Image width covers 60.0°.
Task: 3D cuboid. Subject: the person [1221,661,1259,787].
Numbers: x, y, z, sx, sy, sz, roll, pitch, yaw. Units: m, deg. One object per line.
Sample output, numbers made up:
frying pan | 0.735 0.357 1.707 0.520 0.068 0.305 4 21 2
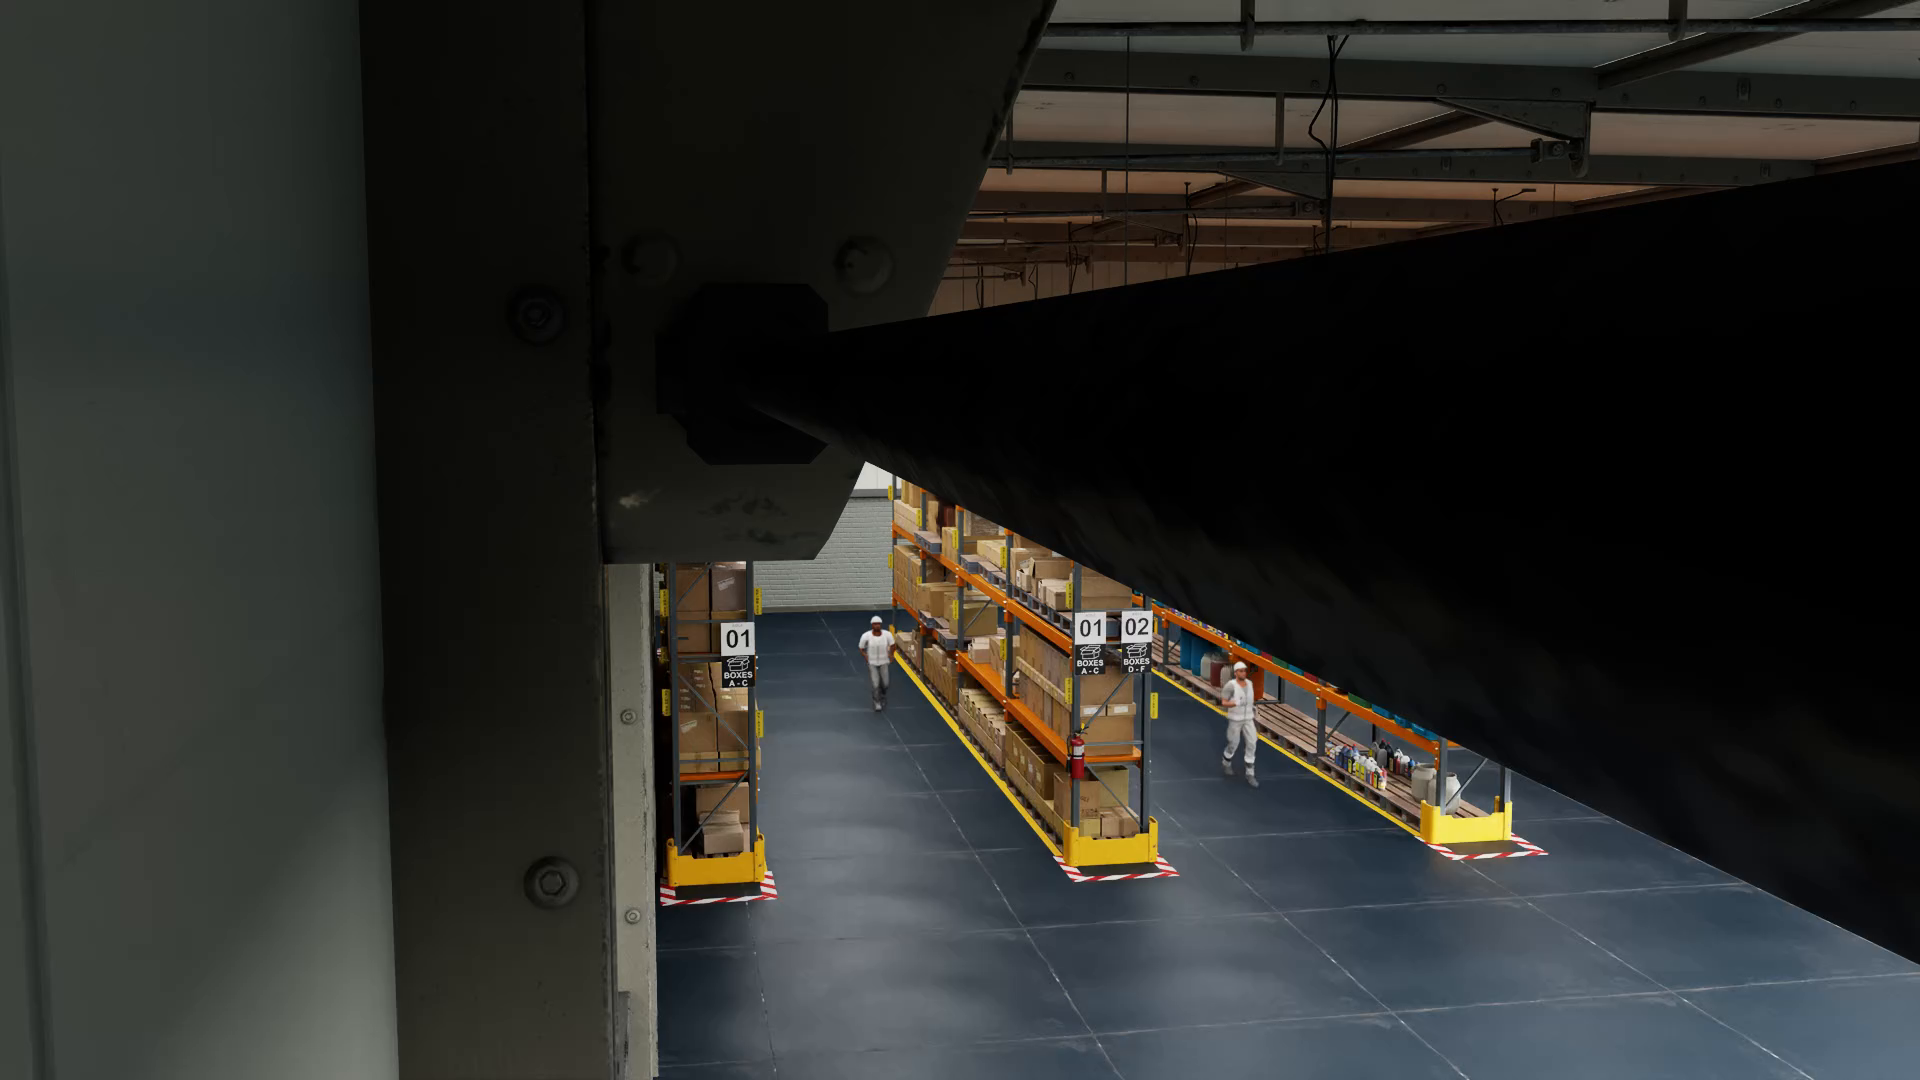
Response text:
person | 4.199 2.724 24.940 0.636 1.821 0.843 -2 6 -18

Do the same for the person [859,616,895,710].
person | -1.484 2.229 29.989 0.661 1.719 0.569 -1 6 -9
